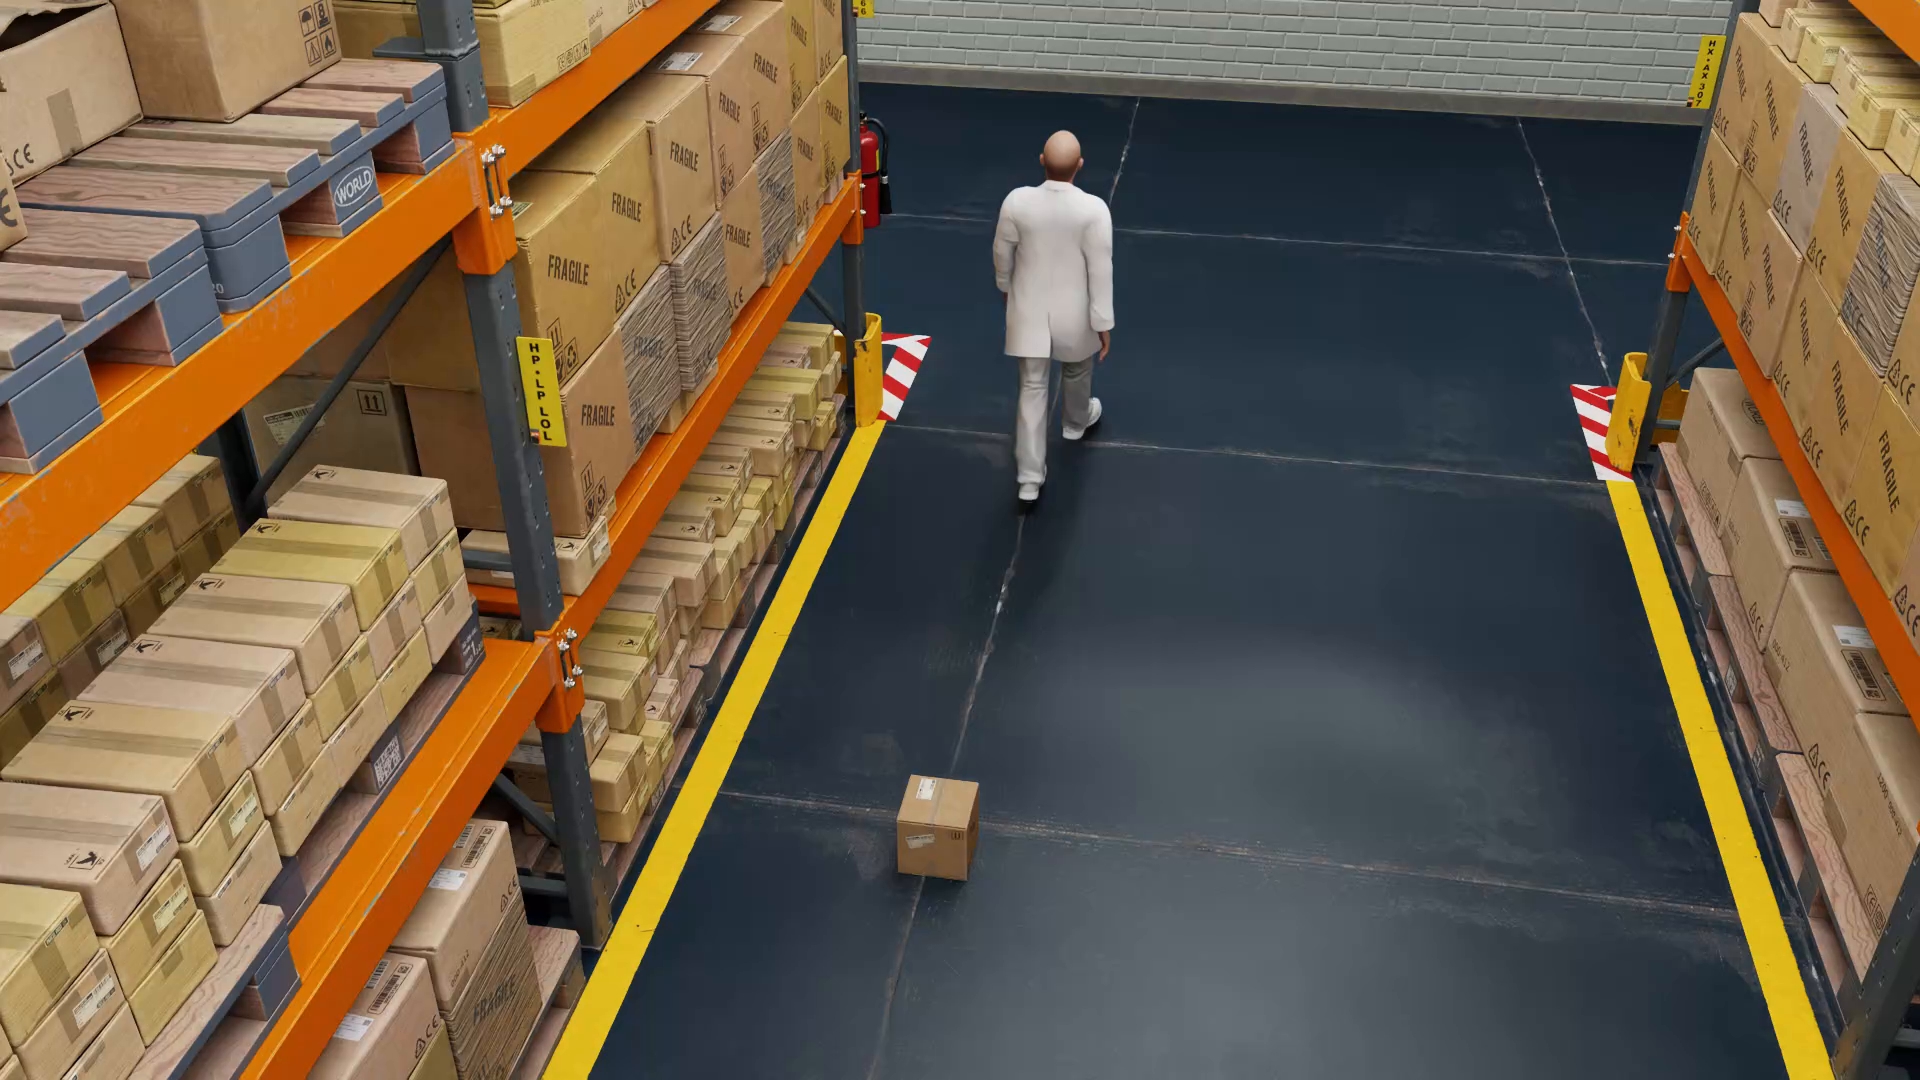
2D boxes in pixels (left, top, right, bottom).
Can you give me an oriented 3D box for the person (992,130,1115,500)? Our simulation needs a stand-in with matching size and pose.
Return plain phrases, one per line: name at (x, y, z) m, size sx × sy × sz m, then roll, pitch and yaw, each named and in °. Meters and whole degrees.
person at (0.460, -1.152, 7.981) m, size 0.617 × 1.721 × 1.092 m, roll 6°, pitch 32°, yaw 10°
